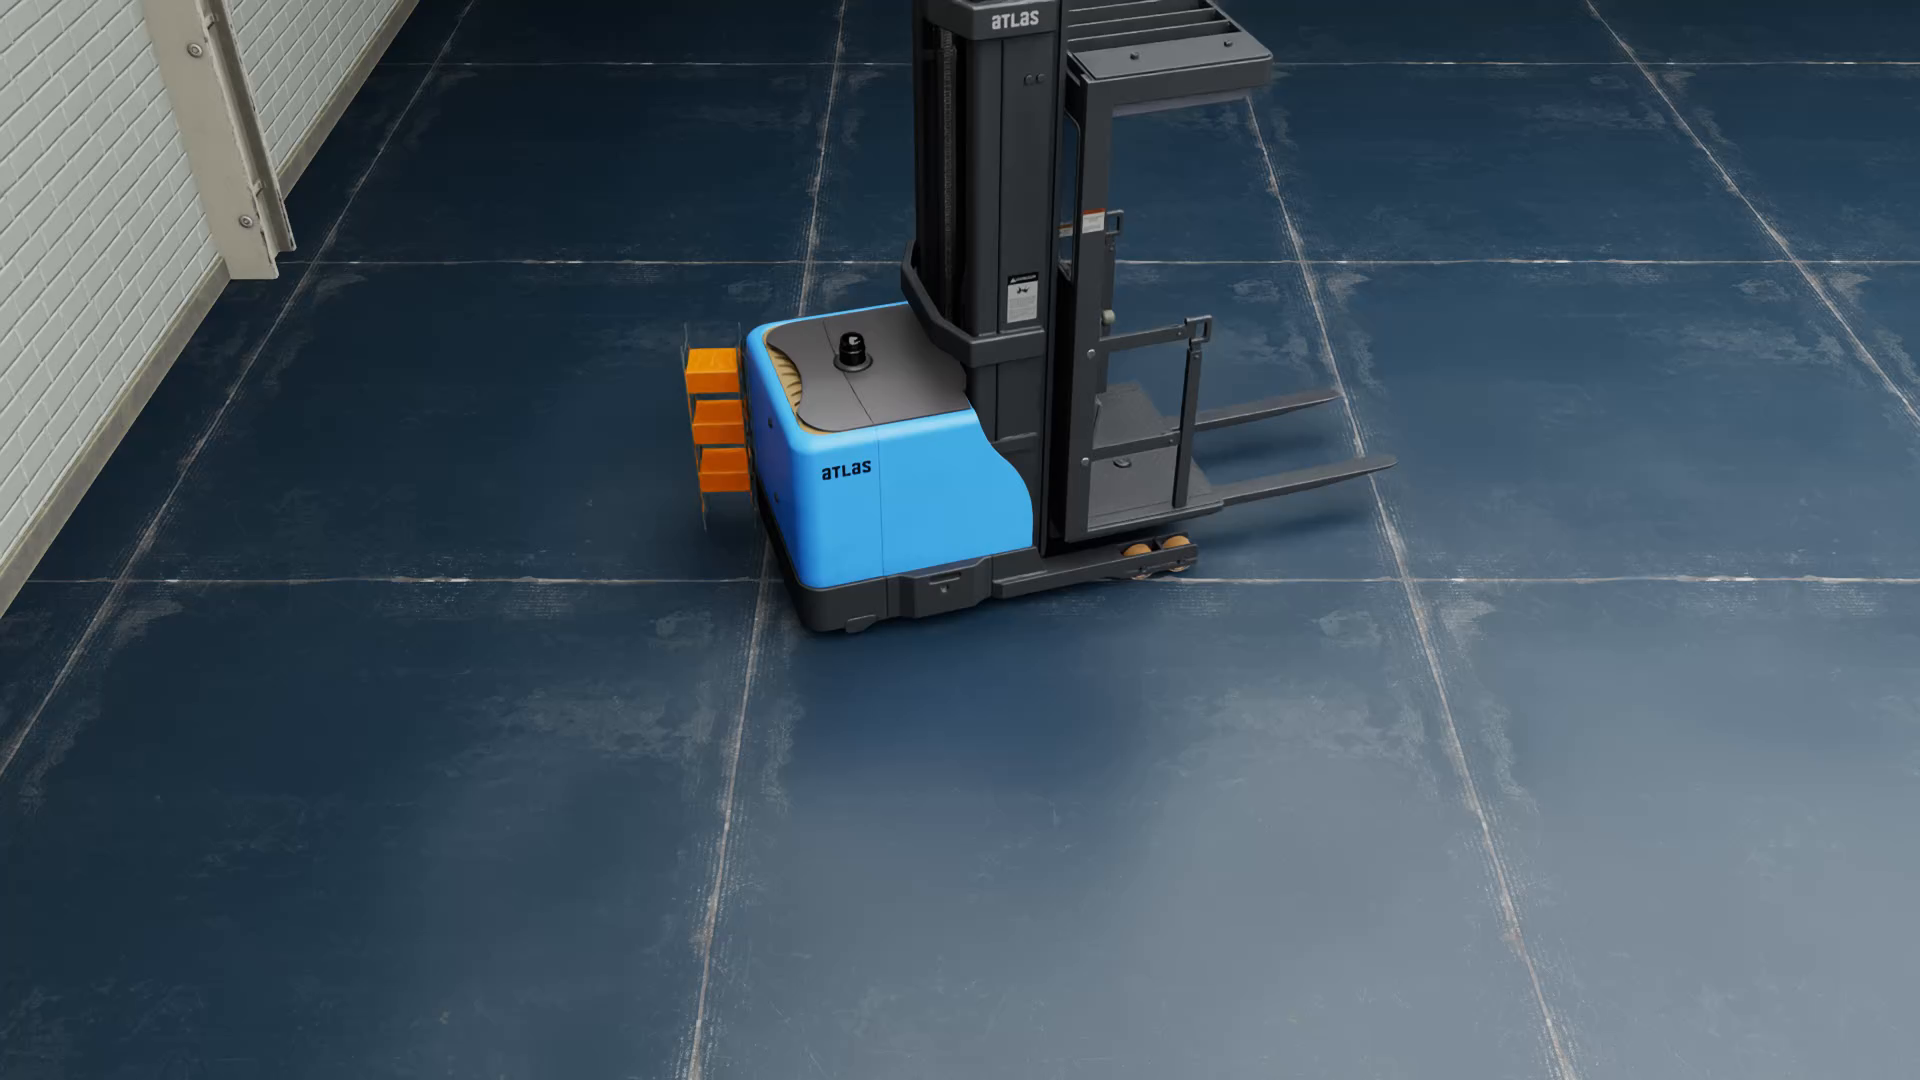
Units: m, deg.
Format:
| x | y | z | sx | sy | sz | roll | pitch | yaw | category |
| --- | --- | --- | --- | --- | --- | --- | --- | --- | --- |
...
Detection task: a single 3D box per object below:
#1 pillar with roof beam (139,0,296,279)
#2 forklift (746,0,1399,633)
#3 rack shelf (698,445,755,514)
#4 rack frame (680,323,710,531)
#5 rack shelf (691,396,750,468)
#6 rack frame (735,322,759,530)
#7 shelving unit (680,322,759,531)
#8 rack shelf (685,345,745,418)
| x | y | z | sx | sy | sz | roll | pitch | yaw | category |
| --- | --- | --- | --- | --- | --- | --- | --- | --- | --- |
| 0.062 | -5.200 | 7.288 | 9.100 | 9.000 | 0.400 | 0 | 39 | 0 | pillar with roof beam |
| 0.600 | -1.263 | 7.228 | 3.031 | 2.935 | 1.130 | -11 | 40 | -14 | forklift |
| -1.115 | -0.292 | 7.979 | 0.240 | 0.259 | 0.215 | -2 | 39 | -1 | rack shelf |
| -1.240 | -0.513 | 7.797 | 0.008 | 1.050 | 0.200 | -2 | 39 | -1 | rack frame |
| -1.117 | -0.508 | 7.806 | 0.240 | 0.259 | 0.215 | -2 | 39 | -1 | rack shelf |
| -0.996 | -0.520 | 7.801 | 0.008 | 1.050 | 0.200 | -2 | 39 | -1 | rack frame |
| -1.118 | -0.517 | 7.799 | 0.252 | 1.050 | 0.215 | -2 | 39 | -1 | shelving unit |
| -1.120 | -0.730 | 7.628 | 0.240 | 0.259 | 0.215 | -2 | 39 | -1 | rack shelf |
